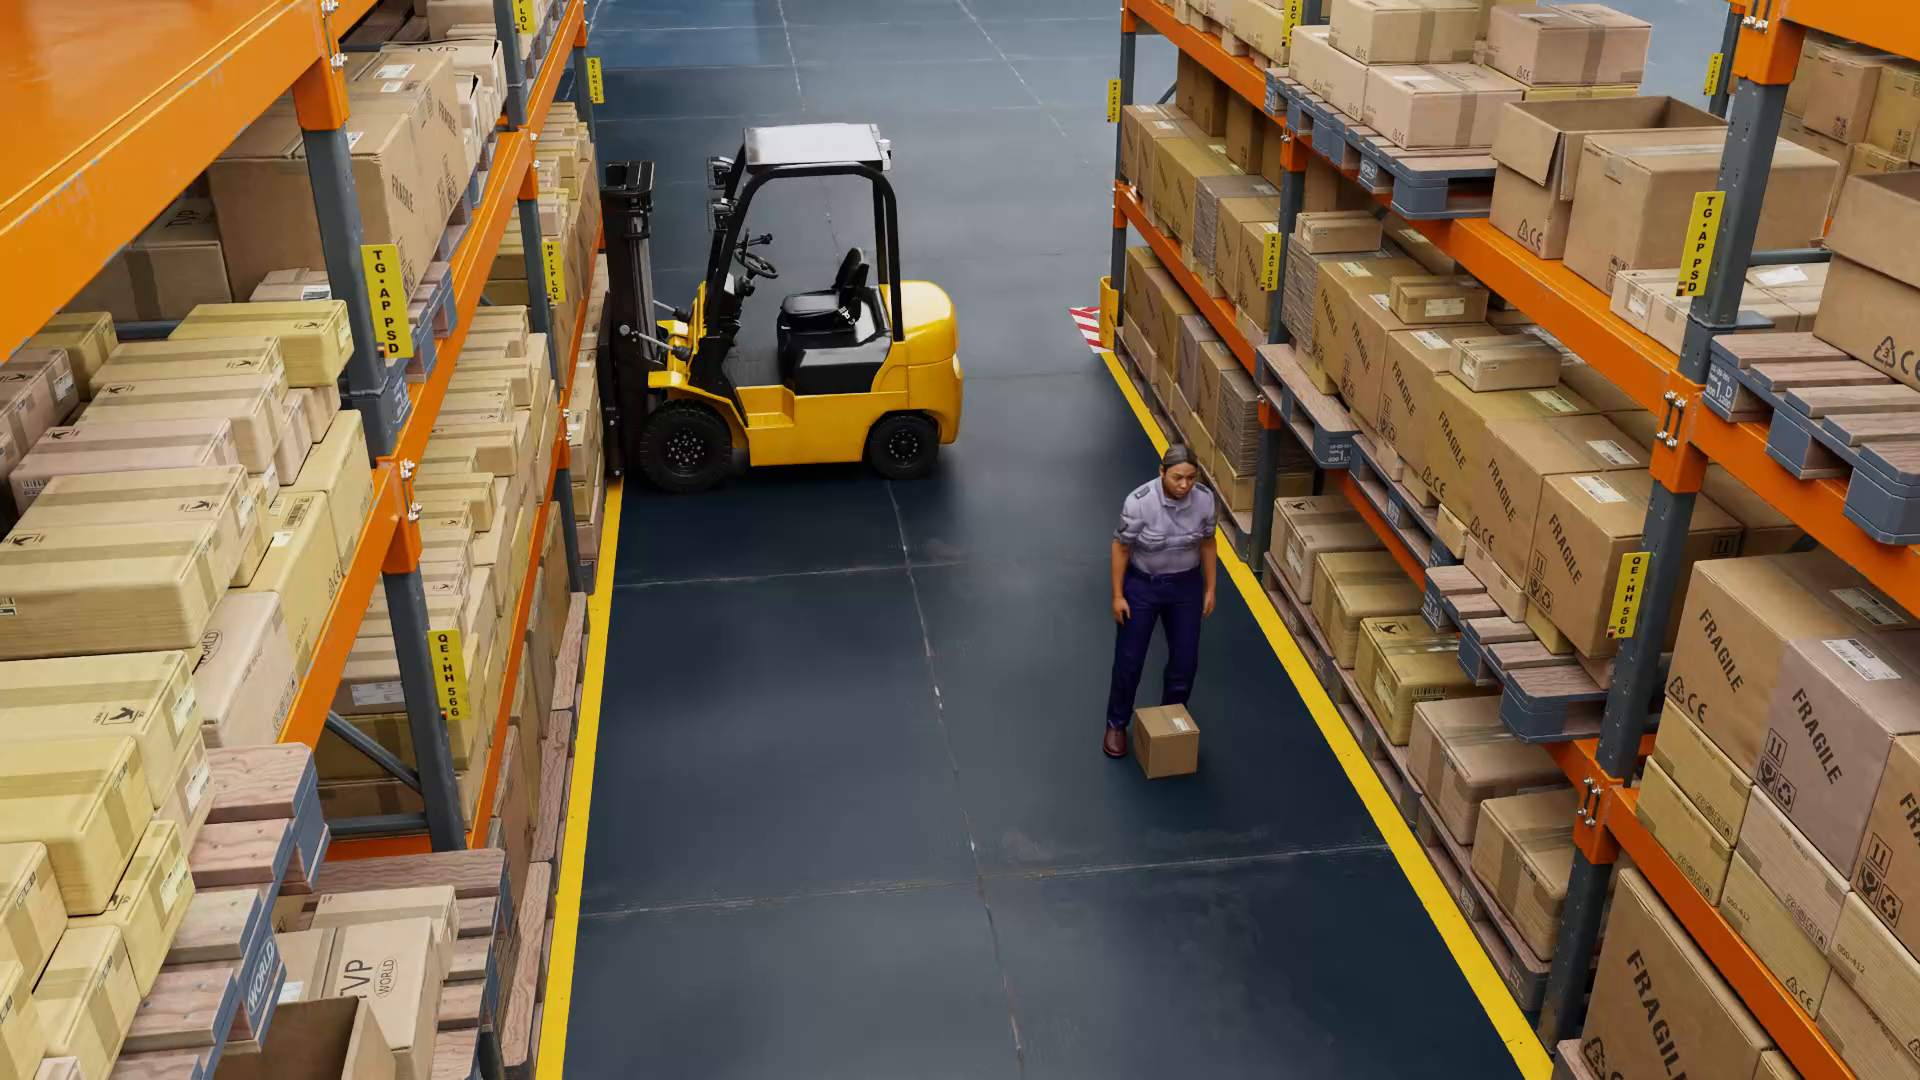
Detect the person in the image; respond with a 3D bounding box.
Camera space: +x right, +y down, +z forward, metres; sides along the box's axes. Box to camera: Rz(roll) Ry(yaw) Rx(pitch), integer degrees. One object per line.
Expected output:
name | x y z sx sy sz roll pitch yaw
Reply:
person | 0.986 0.283 8.078 0.556 1.652 0.382 -4 28 -9
